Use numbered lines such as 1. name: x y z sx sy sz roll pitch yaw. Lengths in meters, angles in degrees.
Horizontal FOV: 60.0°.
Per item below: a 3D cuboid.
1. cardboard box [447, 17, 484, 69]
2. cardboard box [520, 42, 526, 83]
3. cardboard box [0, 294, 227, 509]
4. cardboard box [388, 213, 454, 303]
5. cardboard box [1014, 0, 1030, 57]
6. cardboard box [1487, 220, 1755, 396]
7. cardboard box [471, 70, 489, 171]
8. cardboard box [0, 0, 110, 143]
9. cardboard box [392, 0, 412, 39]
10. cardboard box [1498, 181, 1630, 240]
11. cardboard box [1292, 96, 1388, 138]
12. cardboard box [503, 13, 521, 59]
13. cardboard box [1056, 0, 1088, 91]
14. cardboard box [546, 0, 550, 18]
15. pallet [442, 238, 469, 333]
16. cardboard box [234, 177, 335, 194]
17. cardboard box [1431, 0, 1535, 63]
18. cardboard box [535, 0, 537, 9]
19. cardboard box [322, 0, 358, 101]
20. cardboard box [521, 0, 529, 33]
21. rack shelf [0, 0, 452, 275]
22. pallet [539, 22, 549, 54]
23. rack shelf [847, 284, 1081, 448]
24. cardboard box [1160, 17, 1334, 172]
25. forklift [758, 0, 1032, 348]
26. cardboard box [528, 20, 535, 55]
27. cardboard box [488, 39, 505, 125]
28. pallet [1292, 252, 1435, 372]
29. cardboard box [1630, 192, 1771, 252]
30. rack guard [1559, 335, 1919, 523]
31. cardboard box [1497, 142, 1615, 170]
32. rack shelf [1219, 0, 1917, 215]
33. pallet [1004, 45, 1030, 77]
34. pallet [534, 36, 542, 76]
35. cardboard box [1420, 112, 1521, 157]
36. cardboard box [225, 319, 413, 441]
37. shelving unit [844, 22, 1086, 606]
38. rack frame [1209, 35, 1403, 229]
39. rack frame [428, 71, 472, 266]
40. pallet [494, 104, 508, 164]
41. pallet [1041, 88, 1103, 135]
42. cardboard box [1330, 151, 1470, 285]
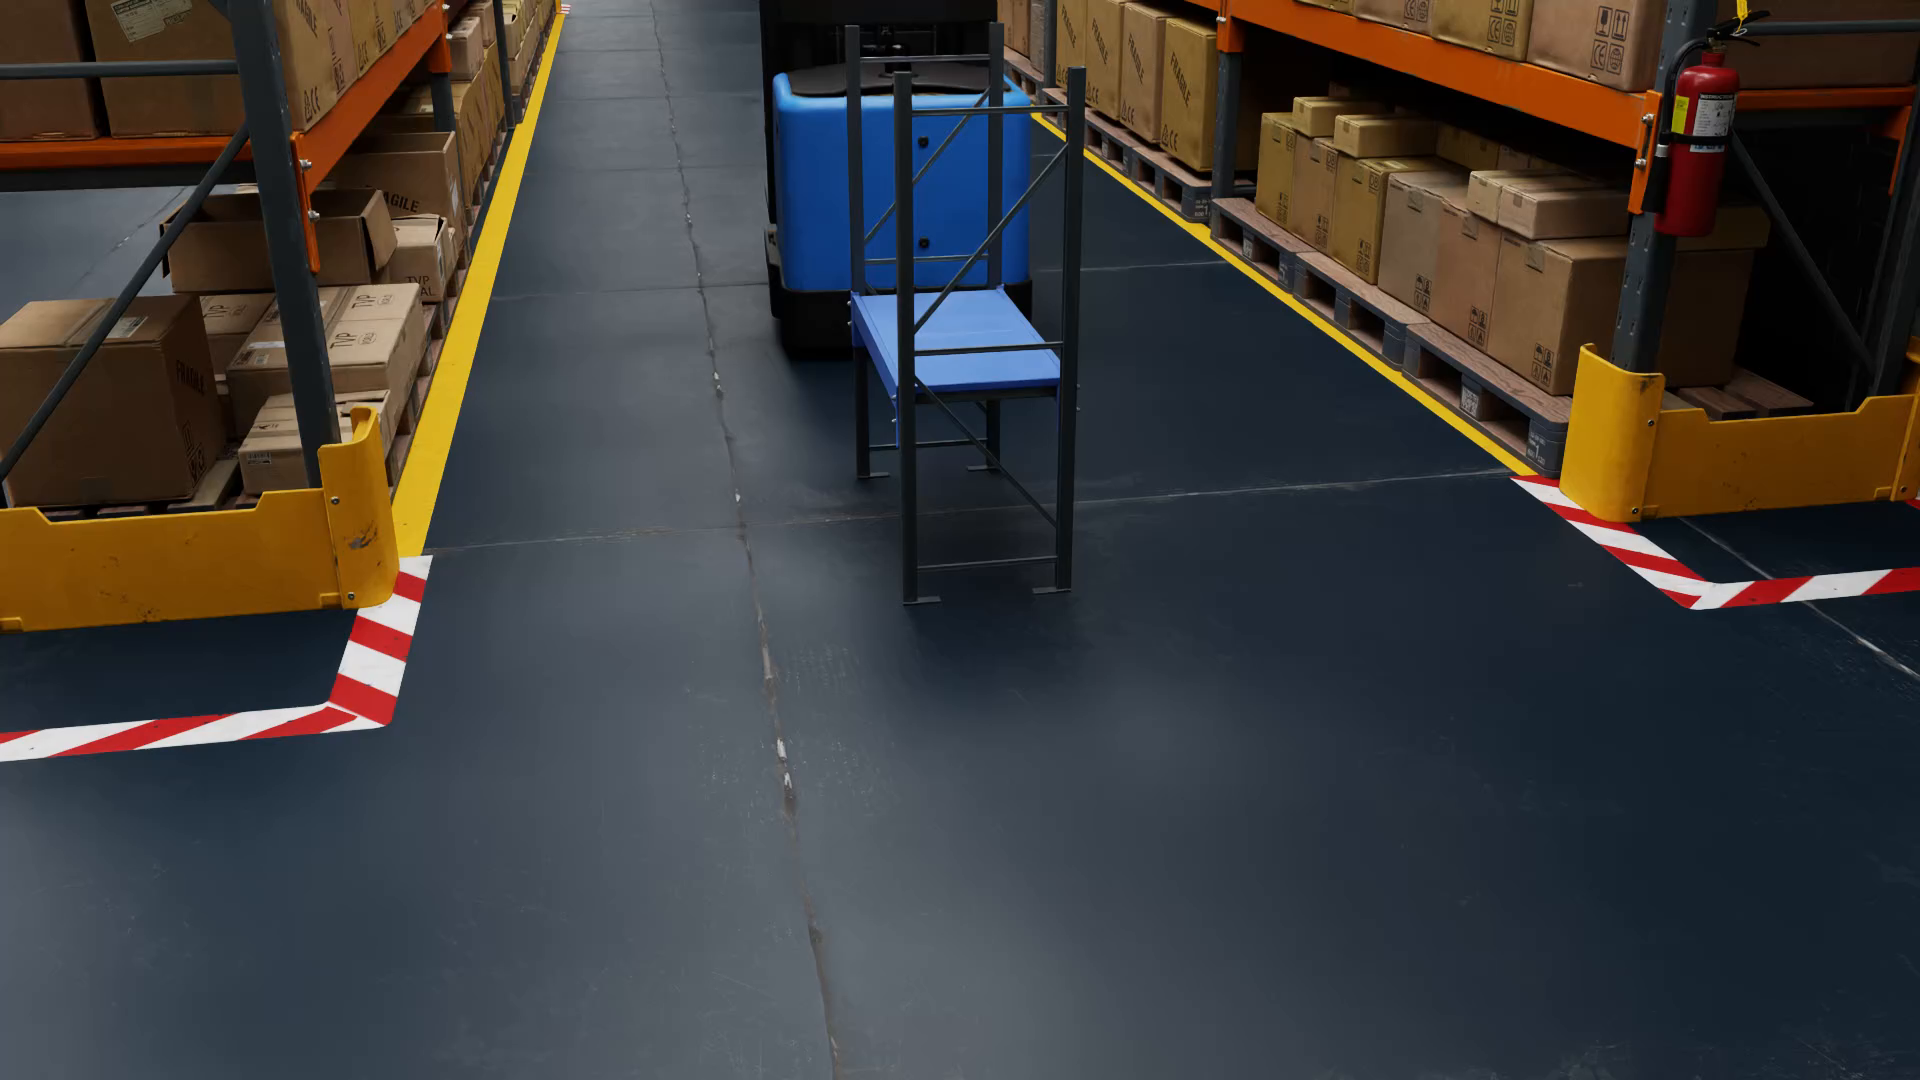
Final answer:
1. cardboard box: -3.115 -2.950 9.892 0.500 0.250 0.500 -5 24 -11
2. cardboard box: -3.628 -3.682 12.844 0.500 0.250 0.500 -5 24 -11
3. cardboard box: -2.590 -0.429 5.059 0.500 0.500 0.500 -4 24 -10
4. cardboard box: -2.464 -1.222 7.110 0.500 0.311 0.500 -4 24 -10
5. cardboard box: 0.856 -4.432 14.224 0.700 0.500 0.500 -4 24 -10
6. cardboard box: 2.393 -0.861 6.071 0.700 0.500 0.500 -4 24 -10
7. cardboard box: -3.031 -2.421 9.620 0.500 0.500 0.500 -4 24 -9
8. cardboard box: -2.597 -1.379 4.536 0.500 0.500 0.500 -4 24 -8
9. cardboard box: -2.448 -2.215 6.448 0.500 0.500 0.500 -4 24 -9
10. cardboard box: 2.190 -1.195 6.026 0.380 0.149 0.250 -5 24 -10
11. cardboard box: 1.802 -2.013 7.900 0.380 0.149 0.250 -4 24 -8
12. cardboard box: -3.535 -3.741 12.279 0.500 0.311 0.500 -4 24 -8
13. cardboard box: 1.148 -3.601 11.908 0.750 0.750 0.750 -5 24 -10
14. cardboard box: -4.429 -5.429 16.843 0.500 0.250 0.500 -4 24 -10
15. pallet: -2.861 -1.203 7.740 1.003 0.211 1.213 -4 24 -10
16. cardboard box: -3.122 -1.539 7.836 0.500 0.311 0.500 -4 24 -10
17. cardboard box: 2.371 -2.168 6.092 0.980 0.700 0.700 -4 24 -10
18. cardboard box: -4.109 -4.949 15.044 0.500 0.311 0.500 -4 24 -10
19. cardboard box: -2.171 -1.620 5.087 0.500 0.500 0.500 -5 24 -10
20. cardboard box: -3.828 -4.350 13.673 0.500 0.311 0.500 -5 24 -10
21. rack shelf: -2.617 -1.635 6.144 1.077 0.370 4.000 -4 24 -10
22. pallet: -4.572 -4.936 16.287 1.003 0.211 1.213 -4 24 -10
23. rack shelf: -0.016 -0.556 5.099 0.538 0.185 1.000 -4 24 -10
24. cardboard box: 1.633 -2.572 9.553 0.750 0.750 0.750 -4 24 -9
25. forklift: -0.405 -2.696 7.762 1.130 2.935 3.031 -3 24 -7
26. cardboard box: -3.918 -4.288 14.231 0.500 0.250 0.500 -4 24 -9
27. cardboard box: -3.323 -3.030 11.013 0.500 0.500 0.500 -3 24 -8
28. pallet: 2.174 -1.055 7.403 1.003 0.211 1.213 -4 24 -10
29. cardboard box: 2.612 -1.123 5.862 0.380 0.149 0.250 -4 24 -9
30. rack guard: 2.625 -0.391 5.520 1.175 0.500 0.348 -4 24 -10
31. cardboard box: 2.424 -1.521 6.773 0.380 0.149 0.250 -4 24 -9
32. rack shelf: 2.251 -2.003 6.986 1.077 0.370 4.000 -4 24 -10
33. pallet: 0.776 -4.201 14.605 1.003 0.211 1.213 -4 24 -10
34. pallet: -4.291 -4.333 14.907 1.003 0.211 1.213 -4 24 -10
35. cardboard box: 2.281 -1.823 7.464 0.380 0.149 0.250 -4 24 -9
36. cardboard box: -2.161 -0.551 5.649 0.500 0.250 0.500 -4 24 -10
37. shelving unit: -0.016 -0.721 5.027 0.538 1.500 1.048 -4 24 -10
38. rack frame: 1.881 -3.119 8.644 1.000 3.000 0.127 -4 24 -10
39. rack frame: -2.987 -2.751 7.801 1.000 3.000 0.127 -4 24 -10
40. pallet: -3.626 -2.750 11.283 1.003 0.211 1.213 -4 24 -10
41. pallet: 1.213 -3.099 12.081 1.003 0.211 1.213 -4 24 -10
42. cardboard box: 2.101 -1.464 7.453 0.700 0.500 0.500 -4 24 -9
